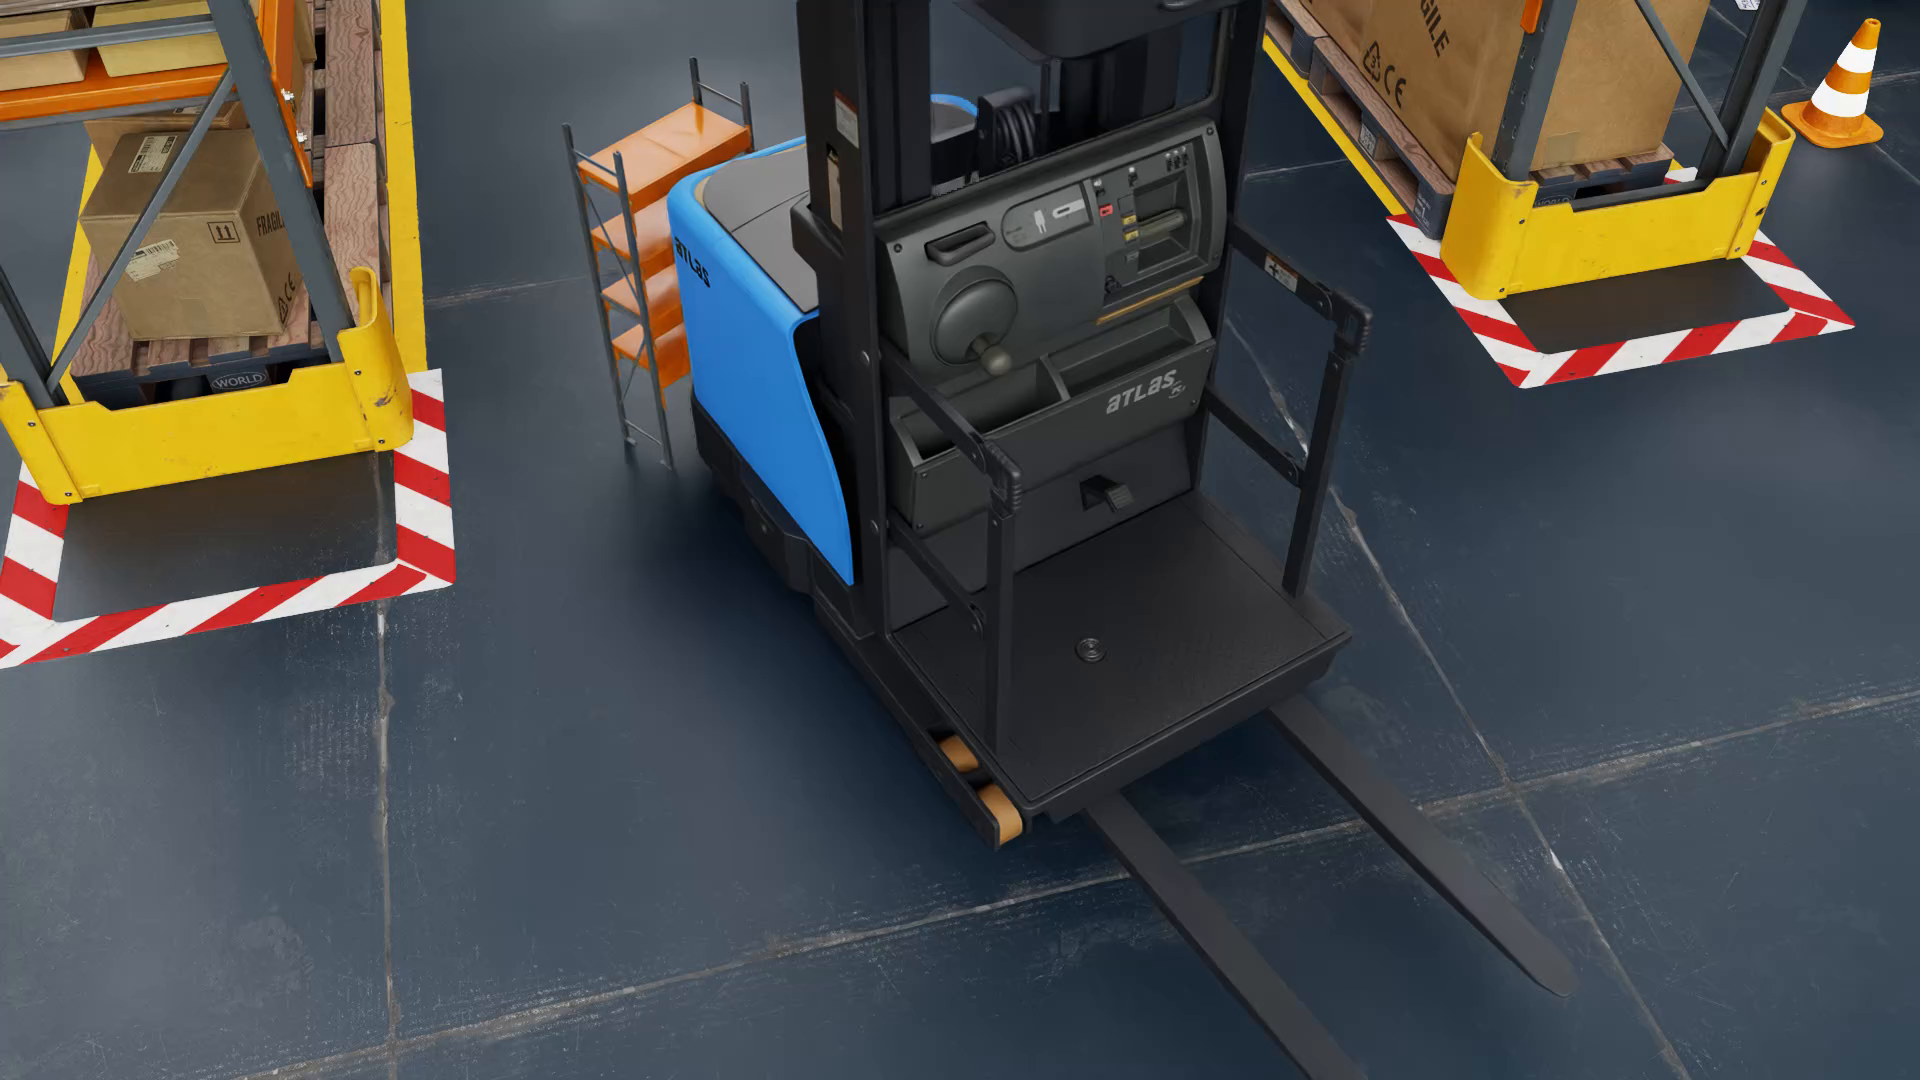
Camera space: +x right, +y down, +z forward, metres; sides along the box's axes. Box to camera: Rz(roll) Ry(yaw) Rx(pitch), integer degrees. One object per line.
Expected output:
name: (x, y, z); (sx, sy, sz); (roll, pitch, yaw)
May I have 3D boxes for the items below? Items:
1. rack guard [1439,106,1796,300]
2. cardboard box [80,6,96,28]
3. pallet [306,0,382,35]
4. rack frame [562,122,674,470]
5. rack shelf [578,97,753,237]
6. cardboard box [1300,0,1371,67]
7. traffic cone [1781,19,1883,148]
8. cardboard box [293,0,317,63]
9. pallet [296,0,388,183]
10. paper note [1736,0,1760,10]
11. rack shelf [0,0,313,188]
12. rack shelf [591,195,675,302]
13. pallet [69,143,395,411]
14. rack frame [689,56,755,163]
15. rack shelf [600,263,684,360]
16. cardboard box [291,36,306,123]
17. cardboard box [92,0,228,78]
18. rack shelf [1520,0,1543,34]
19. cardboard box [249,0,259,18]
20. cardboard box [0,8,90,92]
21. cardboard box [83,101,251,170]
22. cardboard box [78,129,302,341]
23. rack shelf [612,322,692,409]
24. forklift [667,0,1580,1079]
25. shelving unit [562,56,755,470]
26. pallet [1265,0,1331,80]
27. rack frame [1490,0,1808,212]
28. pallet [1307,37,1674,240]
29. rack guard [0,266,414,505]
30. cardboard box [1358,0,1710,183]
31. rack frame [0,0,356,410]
rack guard: (2.411, -1.271, 6.146); (1.175, 0.500, 0.348); (-11, 47, -10)
cardboard box: (-2.751, -1.570, 4.864); (0.380, 0.149, 0.250); (-11, 47, -10)
pallet: (-3.233, -2.654, 7.703); (1.003, 0.211, 1.213); (-11, 47, -10)
rack frame: (-1.037, -0.710, 5.106); (0.240, 1.200, 0.015); (32, 53, 27)
rack shelf: (-0.878, -1.117, 4.954); (0.258, 0.148, 0.480); (32, 53, 27)
cardboard box: (1.941, -2.629, 6.920); (0.875, 0.875, 0.875); (-11, 47, -11)
traffic cone: (3.642, -1.901, 6.789); (0.336, 0.463, 0.334); (-11, 47, -10)
cardboard box: (-2.987, -2.268, 6.828); (0.500, 0.500, 0.500); (-15, 47, -14)
pallet: (-2.917, -1.810, 6.876); (1.003, 0.211, 1.213); (-11, 47, -10)
paper note: (3.656, -2.487, 7.667); (0.144, 0.017, 0.142); (4, 46, 4)
rack shelf: (-2.927, -2.455, 6.059); (1.077, 0.370, 4.000); (-11, 47, -10)
rack shelf: (-0.878, -0.951, 5.123); (0.258, 0.148, 0.480); (32, 53, 27)
pallet: (-2.609, -0.970, 6.052); (1.003, 0.211, 1.213); (-11, 47, -10)
rack frame: (-0.718, -0.973, 5.364); (0.240, 1.200, 0.015); (32, 53, 27)
rack shelf: (-0.878, -0.795, 5.283); (0.258, 0.148, 0.480); (32, 53, 27)
cardboard box: (-2.887, -1.874, 6.443); (0.500, 0.500, 0.500); (-7, 46, -7)
cardboard box: (-2.258, -1.478, 4.774); (0.380, 0.149, 0.250); (-11, 47, -10)
rack shelf: (1.893, -3.292, 6.880); (1.077, 0.370, 4.000); (-11, 47, -10)
cardboard box: (-2.303, -1.654, 4.947); (0.380, 0.149, 0.250); (-11, 47, -10)
cardboard box: (-2.688, -1.397, 4.695); (0.380, 0.149, 0.250); (-11, 47, -10)
cardboard box: (-2.745, -1.438, 6.016); (0.500, 0.500, 0.500); (0, 46, 0)
cardboard box: (-2.559, -1.032, 5.617); (0.500, 0.500, 0.500); (-3, 46, -3)
rack shelf: (-0.878, -0.656, 5.424); (0.258, 0.148, 0.480); (32, 53, 27)
forklift: (0.362, -0.602, 3.788); (1.130, 2.935, 3.031); (-25, 51, -22)
shelving unit: (-0.878, -0.842, 5.235); (0.258, 1.200, 0.503); (32, 53, 27)
pallet: (1.816, -2.565, 7.616); (1.003, 0.211, 1.213); (-11, 47, -10)
rack frame: (2.405, -2.163, 5.269); (1.000, 3.000, 0.127); (-11, 47, -10)
pallet: (2.125, -1.724, 6.792); (1.003, 0.211, 1.213); (-11, 47, -10)
rack guard: (-2.435, -0.503, 5.393); (1.175, 0.500, 0.348); (-11, 47, -10)
cardboard box: (2.168, -2.022, 6.325); (0.875, 0.875, 0.875); (-10, 47, -10)
rack frame: (-2.415, -1.326, 4.449); (1.000, 3.000, 0.127); (-11, 47, -10)
